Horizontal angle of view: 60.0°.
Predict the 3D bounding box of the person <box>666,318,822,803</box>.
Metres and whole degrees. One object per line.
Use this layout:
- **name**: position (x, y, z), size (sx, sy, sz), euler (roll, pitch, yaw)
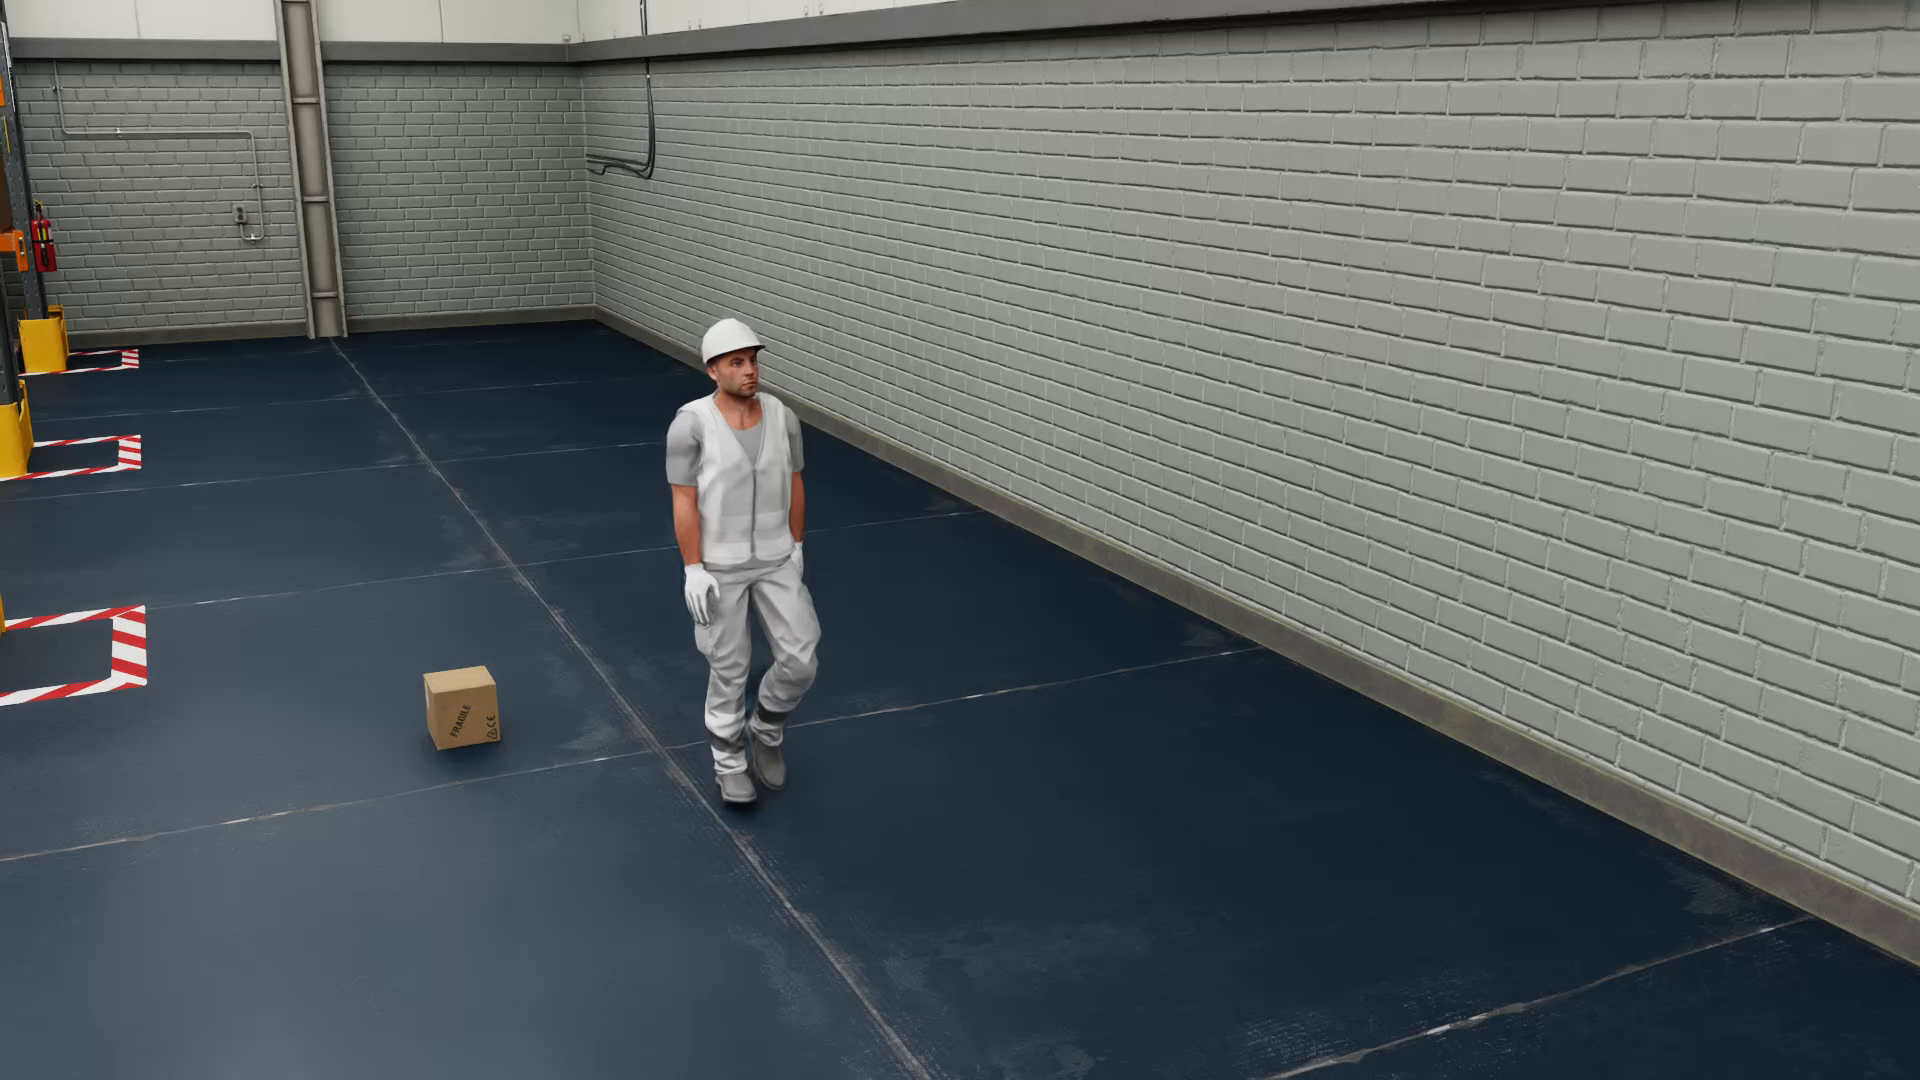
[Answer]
- **person**: position (-0.765, 0.104, 6.011), size (0.539, 1.797, 0.449), euler (-8, 17, -26)
